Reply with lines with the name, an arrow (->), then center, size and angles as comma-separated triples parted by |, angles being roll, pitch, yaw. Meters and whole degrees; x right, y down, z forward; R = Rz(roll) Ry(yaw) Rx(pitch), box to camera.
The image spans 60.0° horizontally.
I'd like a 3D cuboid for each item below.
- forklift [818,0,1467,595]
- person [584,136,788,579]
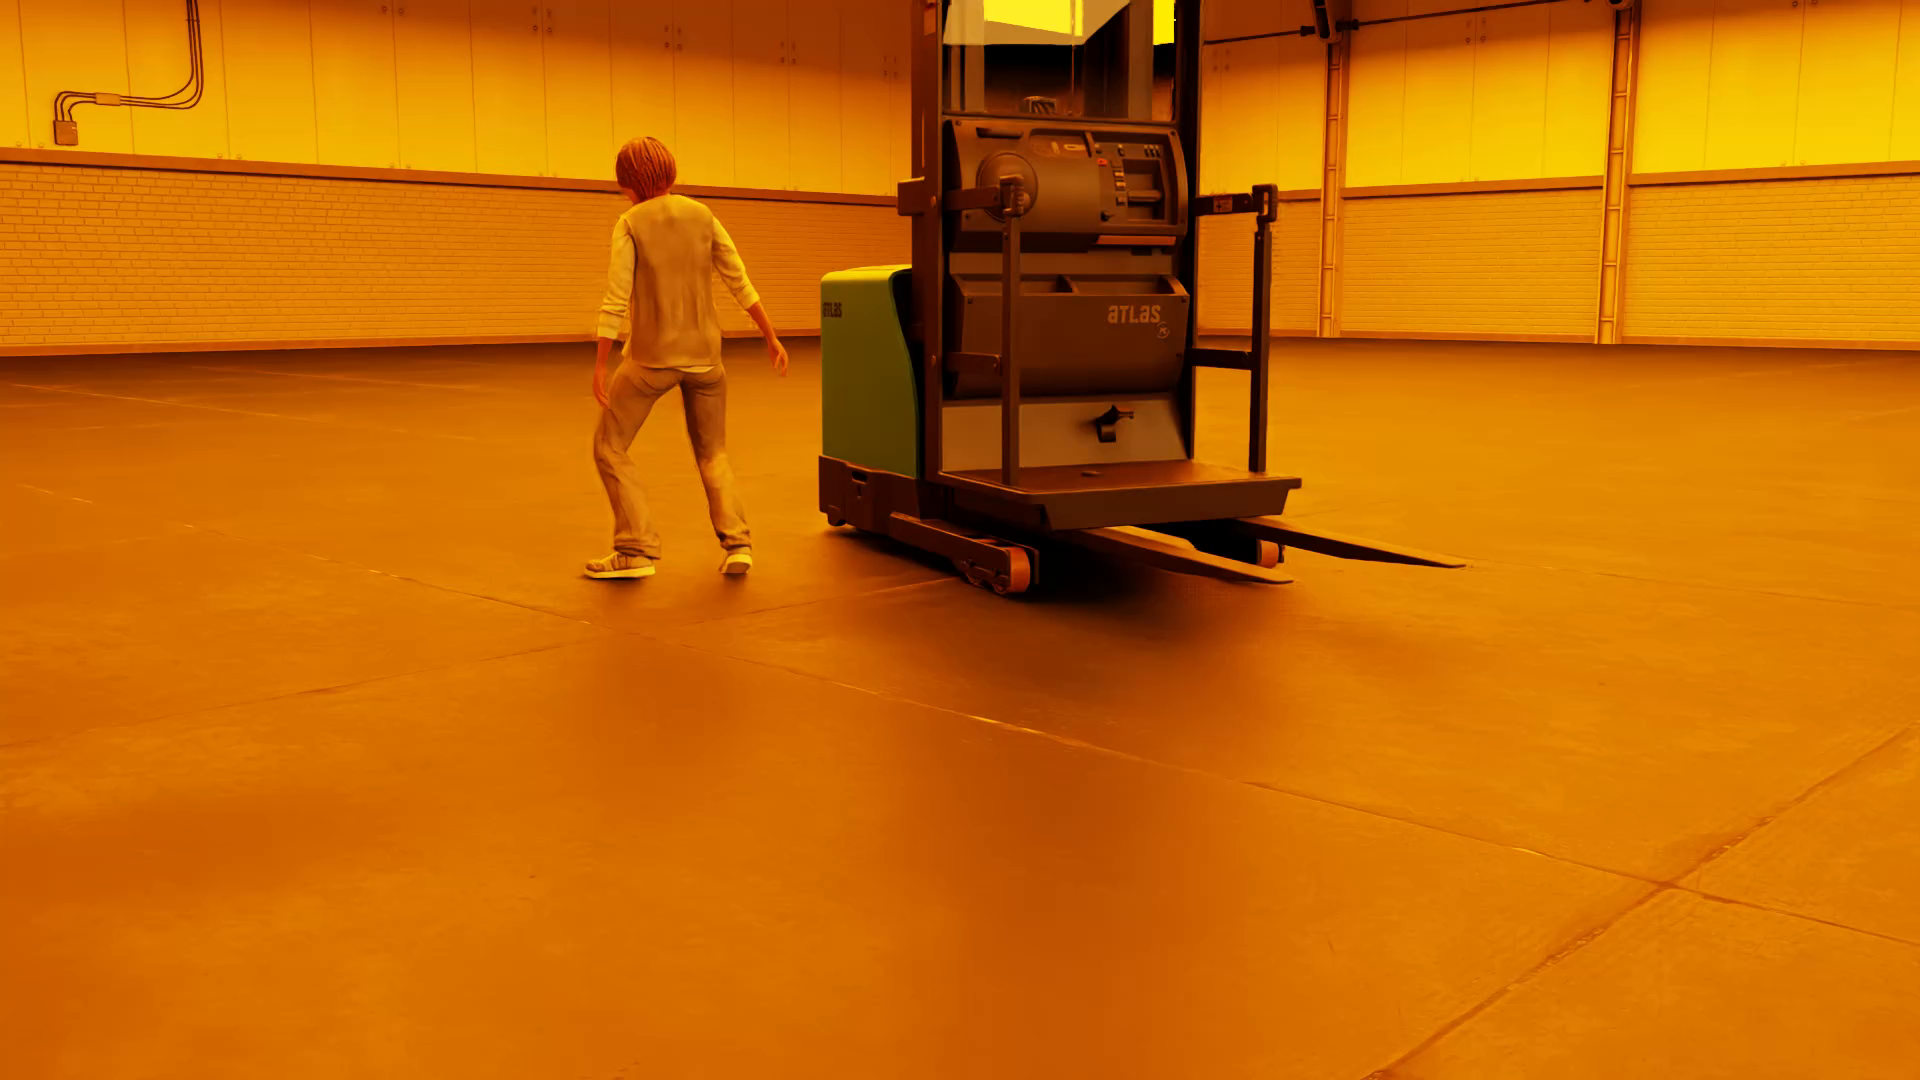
forklift -> 0.495, -1.340, 5.775 | 1.130, 2.935, 3.031 | -4, 9, -25
person -> -0.952, -0.621, 5.829 | 0.732, 1.547, 0.438 | -5, 10, -29
